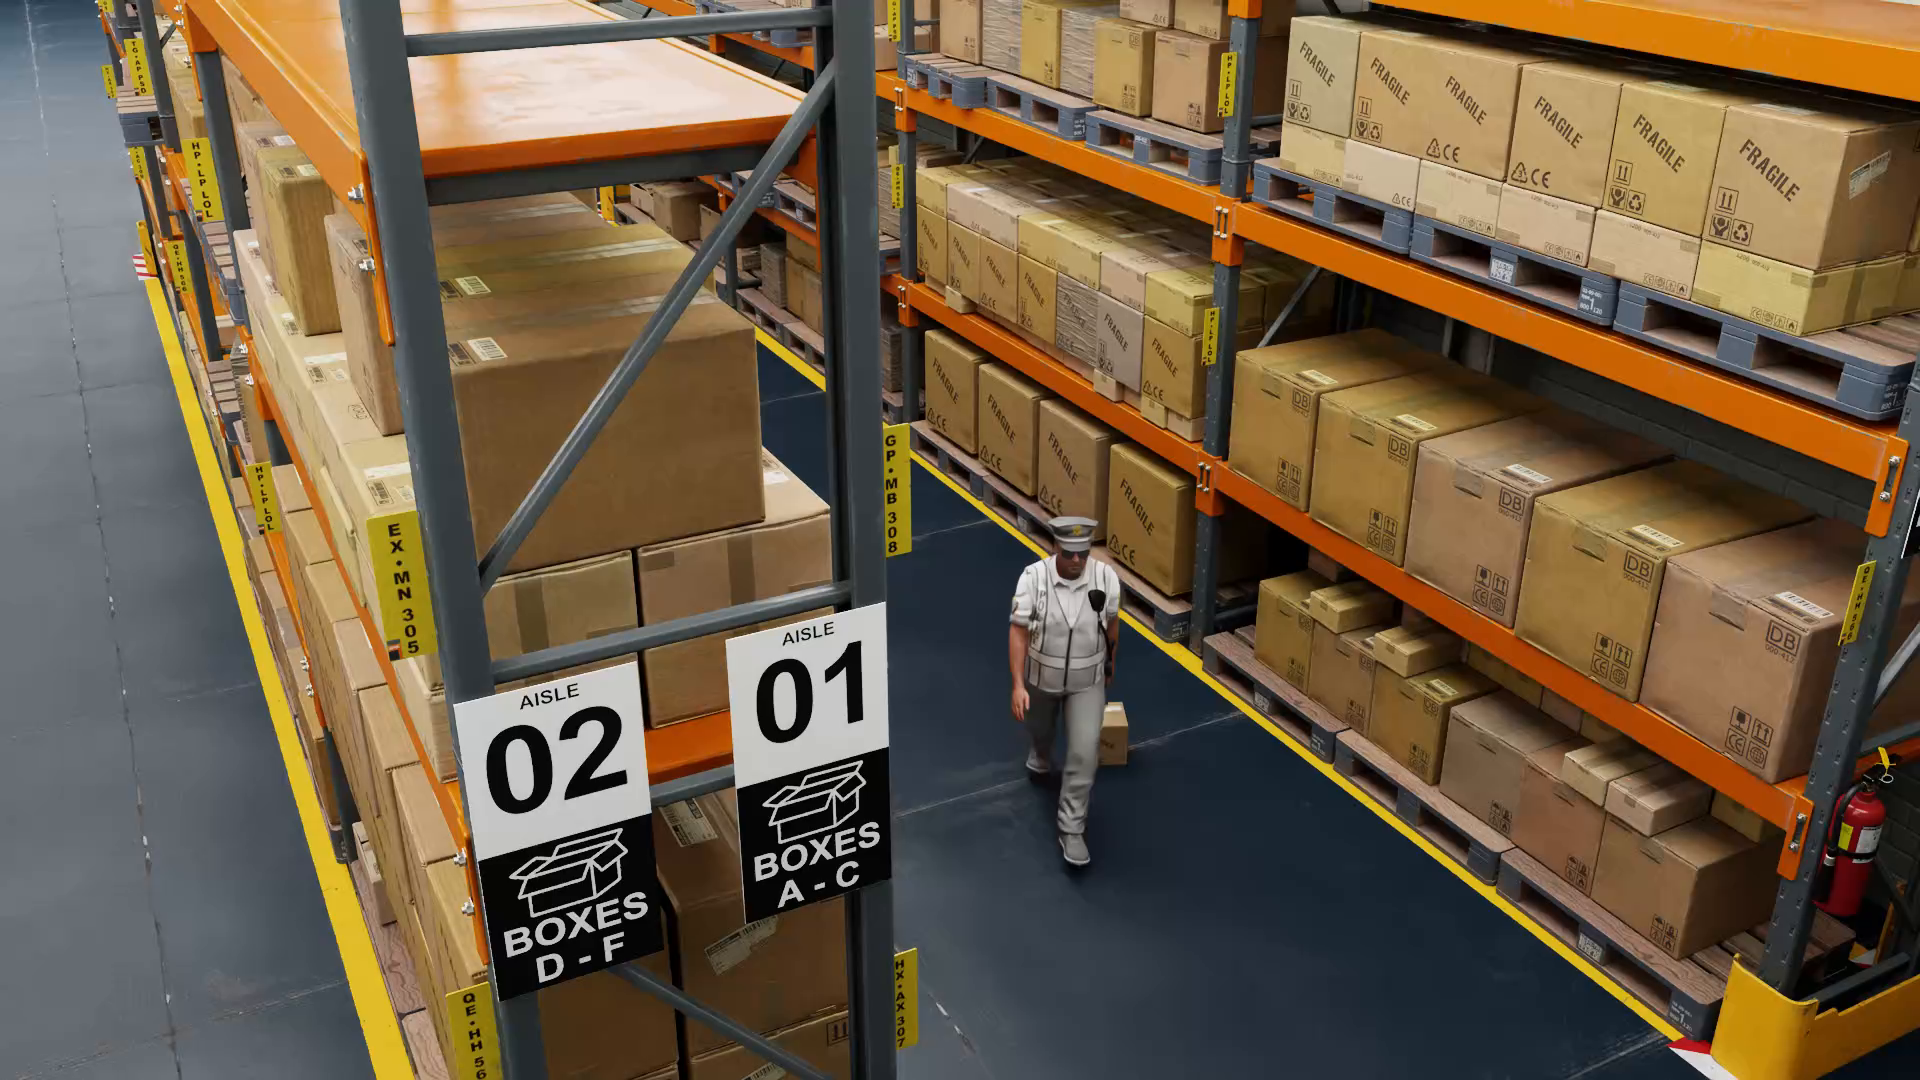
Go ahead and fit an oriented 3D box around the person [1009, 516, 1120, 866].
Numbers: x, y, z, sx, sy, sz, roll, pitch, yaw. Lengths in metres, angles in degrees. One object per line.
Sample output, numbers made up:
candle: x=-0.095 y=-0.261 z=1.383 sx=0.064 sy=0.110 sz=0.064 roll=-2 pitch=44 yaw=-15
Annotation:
person: x=0.514 y=0.643 z=8.255 sx=0.546 sy=1.708 sz=1.092 roll=1 pitch=25 yaw=2
